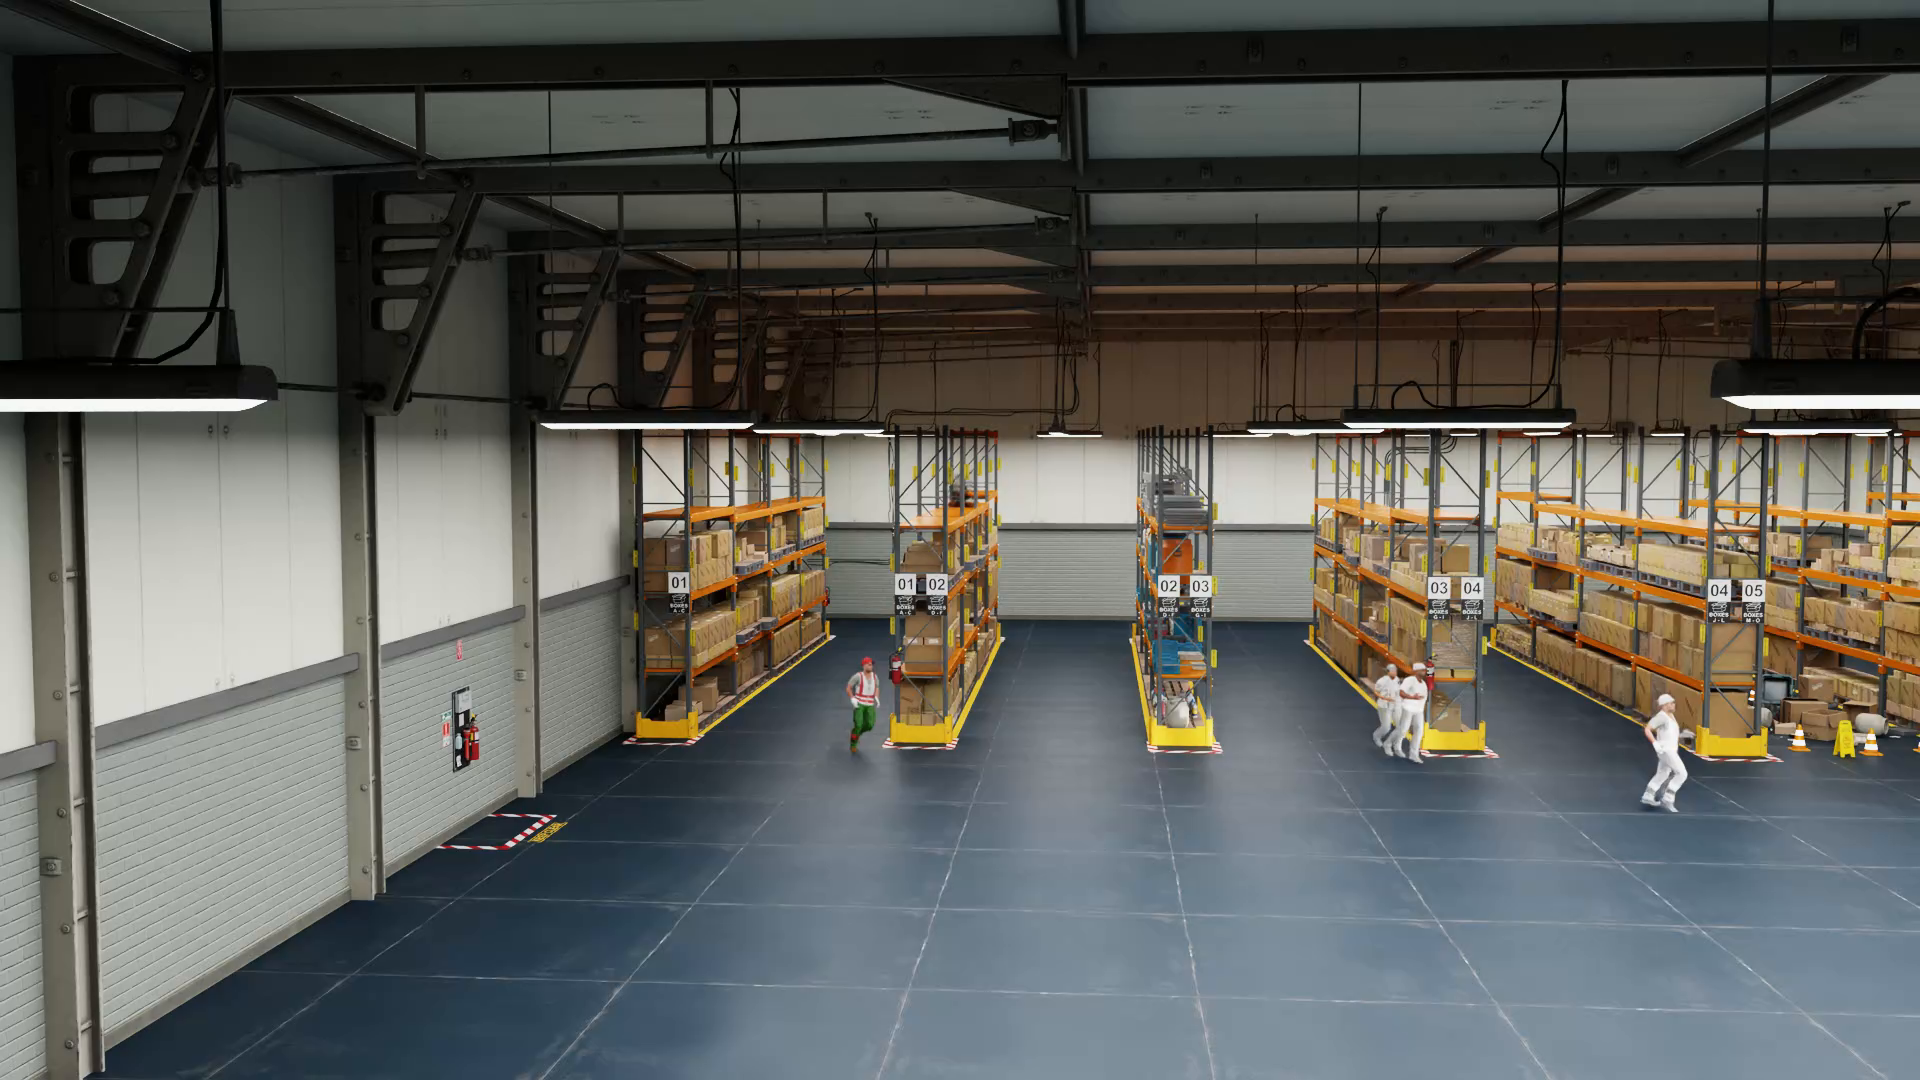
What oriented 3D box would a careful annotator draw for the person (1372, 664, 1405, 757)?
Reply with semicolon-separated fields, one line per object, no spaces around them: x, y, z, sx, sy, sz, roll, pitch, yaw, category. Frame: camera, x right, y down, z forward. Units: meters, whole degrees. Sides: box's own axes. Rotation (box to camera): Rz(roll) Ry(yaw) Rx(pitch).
7.839;3.085;30.380;0.643;1.674;0.841;-1;4;-18;person

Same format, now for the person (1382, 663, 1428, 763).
8.118;3.059;29.781;0.707;1.743;0.933;-2;4;-30;person

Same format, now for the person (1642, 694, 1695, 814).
10.909;3.288;25.623;0.735;1.815;0.641;2;4;30;person

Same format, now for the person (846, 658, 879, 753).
-1.763;3.027;30.654;0.707;1.723;0.558;-2;4;-30;person
